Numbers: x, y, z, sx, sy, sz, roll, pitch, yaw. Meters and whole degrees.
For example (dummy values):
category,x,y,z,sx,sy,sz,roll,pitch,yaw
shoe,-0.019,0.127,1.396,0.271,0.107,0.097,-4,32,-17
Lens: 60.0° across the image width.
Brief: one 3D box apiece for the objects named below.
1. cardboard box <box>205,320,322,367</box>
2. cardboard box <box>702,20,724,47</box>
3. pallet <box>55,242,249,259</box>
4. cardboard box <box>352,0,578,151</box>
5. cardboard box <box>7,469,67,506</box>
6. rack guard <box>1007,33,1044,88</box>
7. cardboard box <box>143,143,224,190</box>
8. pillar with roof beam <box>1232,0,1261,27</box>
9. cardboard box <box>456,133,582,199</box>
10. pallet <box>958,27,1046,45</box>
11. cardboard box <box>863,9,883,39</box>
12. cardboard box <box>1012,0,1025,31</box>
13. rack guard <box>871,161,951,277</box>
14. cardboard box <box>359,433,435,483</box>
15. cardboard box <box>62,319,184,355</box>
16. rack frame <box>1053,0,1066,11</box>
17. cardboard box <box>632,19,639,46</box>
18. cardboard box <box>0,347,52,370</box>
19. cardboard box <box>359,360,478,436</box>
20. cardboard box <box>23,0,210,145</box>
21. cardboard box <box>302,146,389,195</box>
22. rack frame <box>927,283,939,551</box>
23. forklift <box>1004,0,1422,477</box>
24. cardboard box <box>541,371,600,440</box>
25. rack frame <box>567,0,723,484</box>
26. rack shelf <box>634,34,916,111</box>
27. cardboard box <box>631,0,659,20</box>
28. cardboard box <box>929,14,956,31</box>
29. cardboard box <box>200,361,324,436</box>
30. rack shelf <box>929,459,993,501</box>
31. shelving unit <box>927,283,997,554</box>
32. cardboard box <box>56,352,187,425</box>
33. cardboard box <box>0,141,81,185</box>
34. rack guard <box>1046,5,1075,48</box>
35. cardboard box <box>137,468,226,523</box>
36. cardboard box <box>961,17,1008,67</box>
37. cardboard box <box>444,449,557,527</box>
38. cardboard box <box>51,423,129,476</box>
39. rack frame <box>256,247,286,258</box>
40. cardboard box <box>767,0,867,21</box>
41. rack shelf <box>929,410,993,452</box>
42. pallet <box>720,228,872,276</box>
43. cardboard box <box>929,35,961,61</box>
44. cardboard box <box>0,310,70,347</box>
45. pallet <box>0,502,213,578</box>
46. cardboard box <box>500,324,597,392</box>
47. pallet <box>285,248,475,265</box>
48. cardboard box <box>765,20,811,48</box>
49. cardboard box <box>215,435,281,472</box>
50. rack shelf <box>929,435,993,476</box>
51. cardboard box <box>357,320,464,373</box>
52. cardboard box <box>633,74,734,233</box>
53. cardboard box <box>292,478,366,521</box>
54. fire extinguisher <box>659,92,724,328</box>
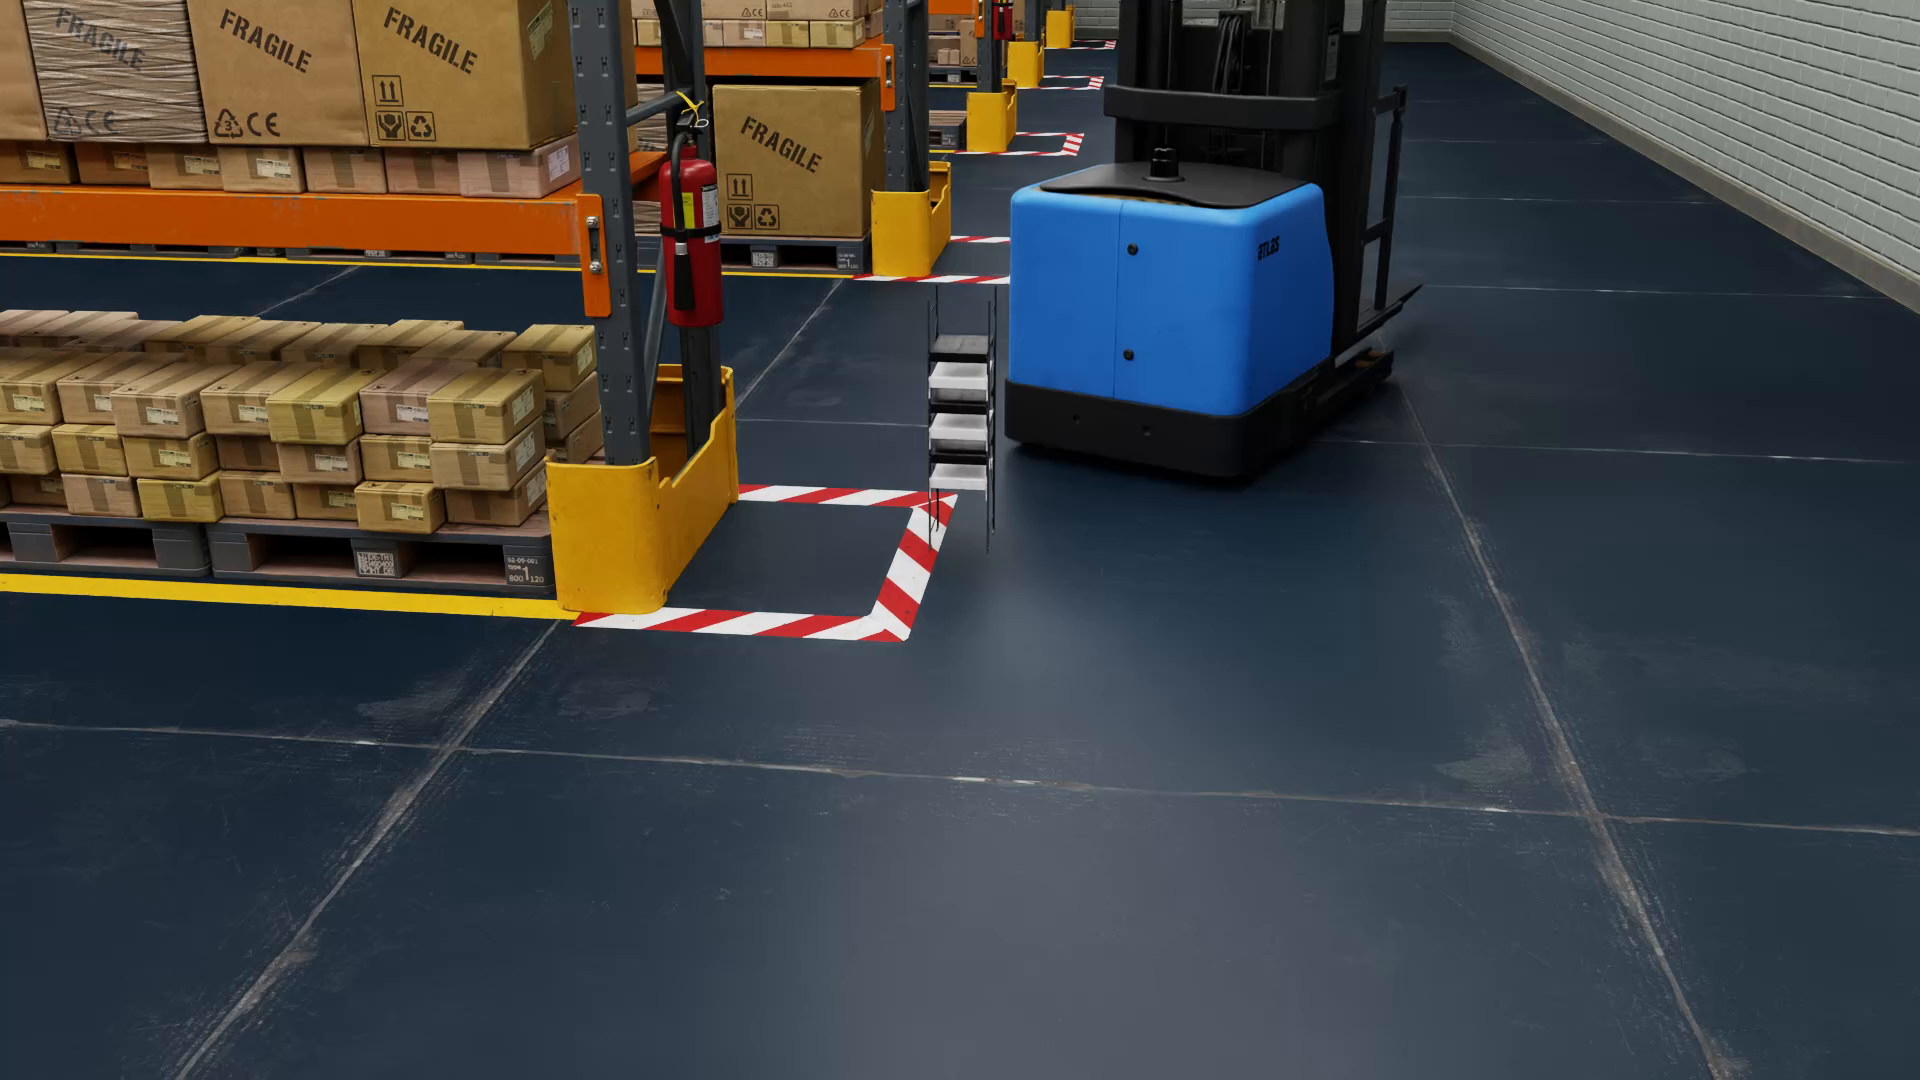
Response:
category,x,y,z,sx,sy,sz,roll,pitch,yaw
cardboard box,-2.534,-0.684,6.087,0.250,0.149,0.380,3,22,8
cardboard box,-1.466,-2.987,9.758,0.250,0.149,0.380,3,22,7
pallet,-5.064,-2.058,10.859,1.213,0.211,1.003,2,22,6
cardboard box,-1.477,-1.480,5.062,0.500,0.500,0.500,3,22,7
cardboard box,-3.086,-0.254,5.809,0.250,0.149,0.380,3,22,8
rack guard,0.777,-5.634,19.509,0.348,0.500,1.175,2,22,6
cardboard box,-2.365,-1.218,5.283,0.250,0.149,0.380,2,22,4
pillar with roof beam,3.709,-10.019,19.041,0.400,9.000,9.100,2,22,6
cardboard box,-1.358,-1.164,5.145,0.250,0.149,0.380,3,22,6
pallet,0.629,-7.311,24.145,1.213,0.211,1.003,2,22,6
cardboard box,-0.630,-3.195,10.283,0.250,0.149,0.380,3,22,7
cardboard box,0.725,-7.628,23.983,0.500,0.500,0.700,2,22,6
rack guard,-0.293,-2.013,10.350,0.348,0.500,1.175,2,22,6
cardboard box,-1.812,-0.327,5.589,0.250,0.149,0.380,2,22,5
cardboard box,-3.051,-0.688,6.098,0.250,0.149,0.380,3,22,6
rack frame,1.432,-8.601,23.617,0.127,3.000,1.000,2,22,6
cardboard box,-1.981,-3.009,9.813,0.250,0.149,0.380,3,22,6
cardboard box,-3.347,-0.546,5.739,0.250,0.149,0.380,2,22,4
cardboard box,-1.799,-0.478,5.566,0.250,0.149,0.380,3,22,7
cardboard box,-2.493,-1.522,5.170,0.500,0.500,0.500,3,22,6
cardboard box,-1.851,-1.193,5.220,0.250,0.149,0.380,2,22,6
rack frame,-0.093,-0.423,5.785,0.006,0.900,0.240,3,22,6
forklift,1.369,-2.098,7.260,1.130,2.935,3.031,12,25,28
cardboard box,-1.491,-0.494,6.011,0.250,0.149,0.380,3,22,9
rack frame,-1.001,-1.369,5.324,0.127,3.000,1.000,2,22,6
rack shelf,-2.303,-2.928,10.245,4.000,0.370,1.077,2,22,6
cardboard box,-1.838,-3.213,9.786,0.500,0.250,0.500,2,22,4
cardboard box,-0.271,-7.671,24.092,0.500,0.500,0.700,2,22,5
cardboard box,-2.321,-0.477,5.564,0.250,0.149,0.380,2,22,4
rack shelf,0.008,-0.220,5.852,0.200,0.077,0.258,3,22,6
shelving unit,0.008,-0.418,5.773,0.210,0.900,0.258,3,22,6
cardboard box,-2.843,-0.520,5.673,0.250,0.149,0.380,2,22,4
cardboard box,-2.892,-1.257,5.381,0.250,0.149,0.380,3,22,7
rack guard,1.456,-7.438,24.074,0.348,0.500,1.175,2,22,6
cardboard box,-2.575,-0.197,5.664,0.250,0.149,0.380,2,22,4
cardboard box,0.284,-5.768,19.252,0.500,0.500,0.500,2,22,6
cardboard box,-1.548,-0.186,5.636,0.250,0.149,0.380,3,22,7
cardboard box,-2.843,-0.353,5.656,0.250,0.149,0.380,4,22,9
rack frame,-4.289,-3.349,10.331,0.127,3.000,1.000,2,22,6
cardboard box,-0.829,-3.169,9.674,0.500,0.250,0.500,2,22,5
rack shelf,0.008,-0.387,5.786,0.200,0.077,0.258,3,22,6
pallet,-1.120,-1.885,10.421,1.213,0.211,1.003,2,22,6
cardboard box,-0.150,-5.867,19.842,0.500,0.250,0.500,2,22,6
cardboard box,-3.554,-0.746,6.244,0.250,0.149,0.380,1,22,4
pallet,-3.087,-0.178,6.102,1.213,0.211,1.003,2,22,6
cardboard box,-1.481,-0.662,6.033,0.250,0.149,0.380,2,22,4
pallet,-3.543,-1.991,10.688,1.213,0.211,1.003,2,22,6
cardboard box,-0.967,-2.965,9.701,0.250,0.149,0.380,3,22,7
cardboard box,-2.330,-0.367,5.690,0.250,0.149,0.380,2,22,6
rack shelf,0.008,-0.303,5.819,0.200,0.077,0.258,3,22,6
cardboard box,-2.004,-0.688,6.098,0.250,0.149,0.380,2,22,6
cardboard box,-1.865,-2.421,10.303,0.875,0.875,0.875,2,22,6
cardboard box,-2.068,-0.203,5.679,0.250,0.149,0.380,2,22,6
fire extinguisher,-0.805,-0.981,4.953,0.183,0.674,0.296,2,22,6
